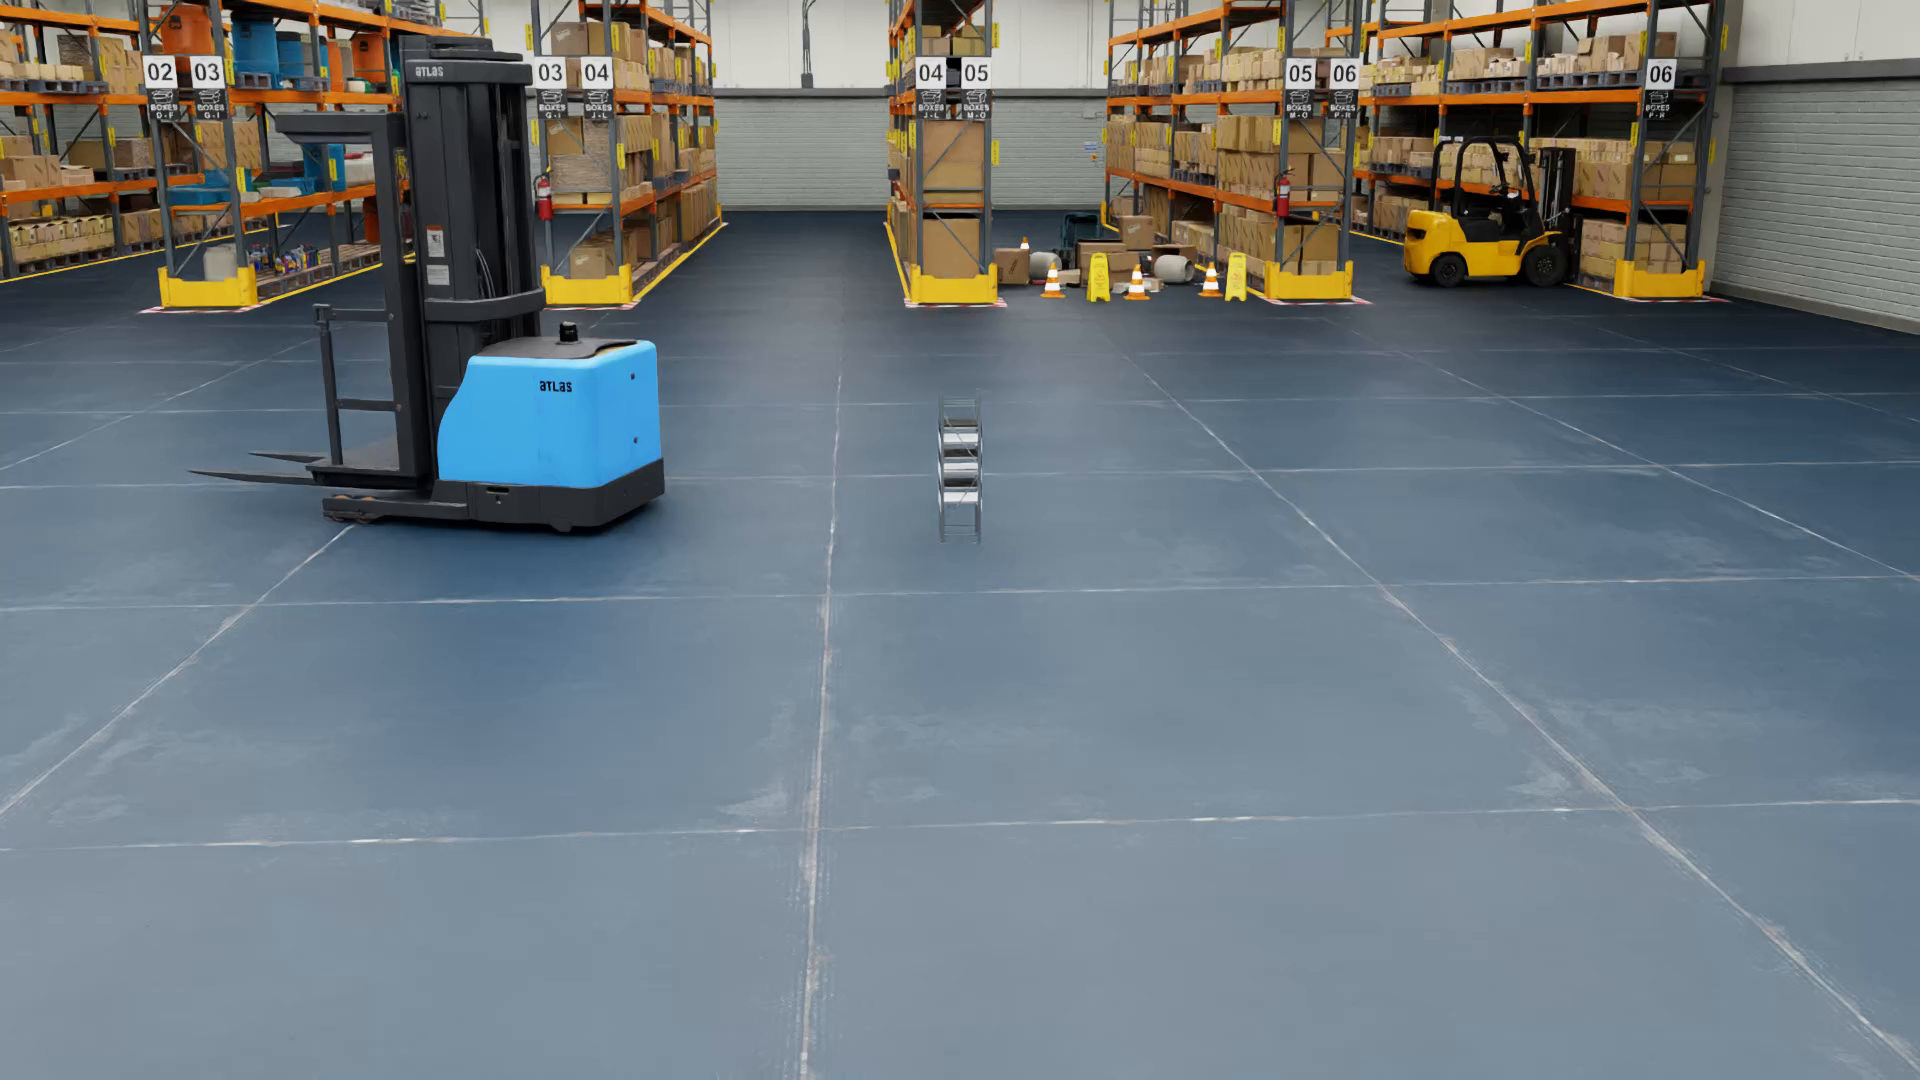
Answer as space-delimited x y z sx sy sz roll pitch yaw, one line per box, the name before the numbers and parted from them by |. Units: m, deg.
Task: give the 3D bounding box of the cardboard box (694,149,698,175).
cardboard box | -5.461 -7.459 32.798 0.500 0.500 0.500 0 14 -2

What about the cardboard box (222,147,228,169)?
cardboard box | -15.497 -7.925 34.609 0.500 0.500 0.500 -1 14 -4

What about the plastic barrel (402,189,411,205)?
plastic barrel | -10.669 -6.445 32.425 0.600 0.901 0.708 -1 14 -3

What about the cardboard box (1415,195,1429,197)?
cardboard box | 9.457 -6.908 33.726 0.380 0.149 0.250 -2 15 -6

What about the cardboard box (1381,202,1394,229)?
cardboard box | 8.907 -6.614 33.884 0.500 0.500 0.500 -1 14 -4

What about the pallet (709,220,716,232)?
pallet | -5.834 -6.790 35.994 1.003 0.211 1.213 -1 14 -3

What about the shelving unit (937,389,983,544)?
shelving unit | 0.000 -0.438 9.922 0.258 0.900 0.210 -1 14 -3

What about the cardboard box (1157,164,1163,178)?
cardboard box | 4.015 -6.980 31.437 0.500 0.250 0.500 -1 14 -2

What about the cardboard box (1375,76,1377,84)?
cardboard box | 8.680 -9.379 33.901 0.380 0.149 0.250 -1 14 -3

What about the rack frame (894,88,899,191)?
rack frame | -0.830 -7.698 33.924 1.000 3.000 0.127 -1 14 -3

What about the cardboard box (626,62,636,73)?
cardboard box | -4.895 -6.826 24.016 0.380 0.149 0.250 0 14 -1

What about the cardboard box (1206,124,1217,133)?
cardboard box | 4.291 -6.802 27.502 0.380 0.149 0.250 -1 14 -5

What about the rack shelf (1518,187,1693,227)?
rack shelf | 9.678 -5.041 25.044 1.077 0.370 4.000 -1 14 -3

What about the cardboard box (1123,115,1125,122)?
cardboard box | 3.722 -9.098 35.856 0.380 0.149 0.250 -1 14 -3

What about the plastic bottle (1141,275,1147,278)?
plastic bottle | 2.809 -4.037 25.593 0.133 0.061 0.283 2 15 6

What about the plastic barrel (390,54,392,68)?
plastic barrel | -10.742 -8.735 30.822 0.433 0.535 0.433 0 14 0

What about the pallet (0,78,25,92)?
pallet | -15.246 -7.084 25.903 0.805 0.209 1.217 -1 15 -6

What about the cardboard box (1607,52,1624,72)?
cardboard box | 9.432 -6.796 23.627 0.396 0.266 0.258 -1 14 -3

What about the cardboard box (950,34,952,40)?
cardboard box | 0.053 -7.404 24.622 0.380 0.149 0.250 -1 14 -2

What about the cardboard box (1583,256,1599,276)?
cardboard box | 9.436 -4.000 24.228 0.500 0.250 0.500 -1 14 -3

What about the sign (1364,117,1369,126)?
sign | 9.366 -9.589 38.317 0.100 0.325 0.005 -1 14 -3

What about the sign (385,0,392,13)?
sign | -9.933 -9.334 28.893 0.100 0.325 0.005 -1 14 -3

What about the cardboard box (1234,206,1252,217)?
cardboard box | 4.369 -4.981 25.235 0.380 0.149 0.250 0 14 0

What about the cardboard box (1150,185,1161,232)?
cardboard box | 4.287 -6.596 33.064 0.875 0.875 0.875 0 14 -2

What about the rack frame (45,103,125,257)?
rack frame | -15.426 -6.499 29.267 1.000 3.000 0.127 -1 14 -3

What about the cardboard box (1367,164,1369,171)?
cardboard box | 8.787 -7.831 34.945 0.380 0.149 0.250 -1 14 -3

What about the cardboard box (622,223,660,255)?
cardboard box | -5.318 -4.931 27.305 0.700 0.500 0.500 -1 14 -4

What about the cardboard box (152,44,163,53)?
cardboard box | -15.742 -9.600 33.091 0.700 0.500 0.500 -1 14 -3

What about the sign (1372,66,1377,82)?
sign | 8.518 -9.570 34.142 0.100 0.325 0.005 -1 14 -3

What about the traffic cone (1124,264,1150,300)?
traffic cone | 2.447 -3.572 22.979 0.336 0.463 0.334 -1 14 -3

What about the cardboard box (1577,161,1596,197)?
cardboard box | 9.455 -5.316 24.466 0.500 0.500 0.500 -1 14 -4

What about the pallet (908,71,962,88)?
pallet | -0.221 -6.611 23.861 1.003 0.211 1.213 -1 14 -3

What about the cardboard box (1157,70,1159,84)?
cardboard box | 3.918 -8.733 31.354 0.396 0.266 0.258 -1 14 -5

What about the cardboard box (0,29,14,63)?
cardboard box | -15.235 -7.747 26.048 0.500 0.500 0.500 1 14 2

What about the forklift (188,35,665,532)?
forklift | -3.516 -1.644 10.536 3.031 2.935 1.130 4 15 14

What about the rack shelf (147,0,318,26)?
rack shelf | -10.110 -7.446 23.153 1.077 0.370 4.000 -1 14 -3

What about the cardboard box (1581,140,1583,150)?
cardboard box | 9.469 -5.866 24.707 0.380 0.149 0.250 -1 14 -3

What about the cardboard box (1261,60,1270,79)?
cardboard box | 4.531 -6.587 23.293 0.500 0.250 0.500 -1 14 -4

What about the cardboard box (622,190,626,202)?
cardboard box | -4.819 -4.740 22.932 0.380 0.149 0.250 -1 14 -3

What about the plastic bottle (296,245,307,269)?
plastic bottle | -9.875 -4.227 24.867 0.144 0.351 0.185 -1 14 -4

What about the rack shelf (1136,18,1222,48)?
rack shelf | 4.229 -9.665 31.778 1.077 0.370 4.000 -1 14 -3

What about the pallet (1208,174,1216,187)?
pallet | 4.698 -5.909 27.358 1.003 0.211 1.213 -1 14 -3

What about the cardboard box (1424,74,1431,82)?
cardboard box | 8.998 -8.731 31.422 0.380 0.149 0.250 -1 14 -3

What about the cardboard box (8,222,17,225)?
cardboard box | -15.556 -4.998 26.981 0.500 0.311 0.500 -1 14 -4

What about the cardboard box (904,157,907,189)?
cardboard box | -0.633 -5.882 26.667 0.500 0.500 0.500 -1 14 -4

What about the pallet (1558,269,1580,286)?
pallet | 9.640 -4.034 25.282 1.003 0.211 1.213 -1 14 -3

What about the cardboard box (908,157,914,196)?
cardboard box | -0.326 -5.417 24.758 0.875 0.550 0.550 -1 14 -3

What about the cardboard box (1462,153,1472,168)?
cardboard box | 9.134 -6.682 29.276 0.500 0.250 0.500 -1 14 -5

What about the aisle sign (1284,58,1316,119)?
aisle sign | 4.563 -6.054 22.319 0.394 0.787 0.004 -1 14 -3

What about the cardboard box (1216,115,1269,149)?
cardboard box | 4.411 -6.374 25.974 0.700 0.500 0.500 -1 14 -4

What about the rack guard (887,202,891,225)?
rack guard | -1.073 -7.463 38.029 1.175 0.500 0.348 -1 14 -3

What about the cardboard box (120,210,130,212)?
cardboard box | -15.750 -5.860 30.914 0.500 0.500 0.500 -1 14 -5

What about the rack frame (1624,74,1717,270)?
rack frame | 9.802 -4.892 23.021 1.000 3.000 0.127 -1 14 -3
